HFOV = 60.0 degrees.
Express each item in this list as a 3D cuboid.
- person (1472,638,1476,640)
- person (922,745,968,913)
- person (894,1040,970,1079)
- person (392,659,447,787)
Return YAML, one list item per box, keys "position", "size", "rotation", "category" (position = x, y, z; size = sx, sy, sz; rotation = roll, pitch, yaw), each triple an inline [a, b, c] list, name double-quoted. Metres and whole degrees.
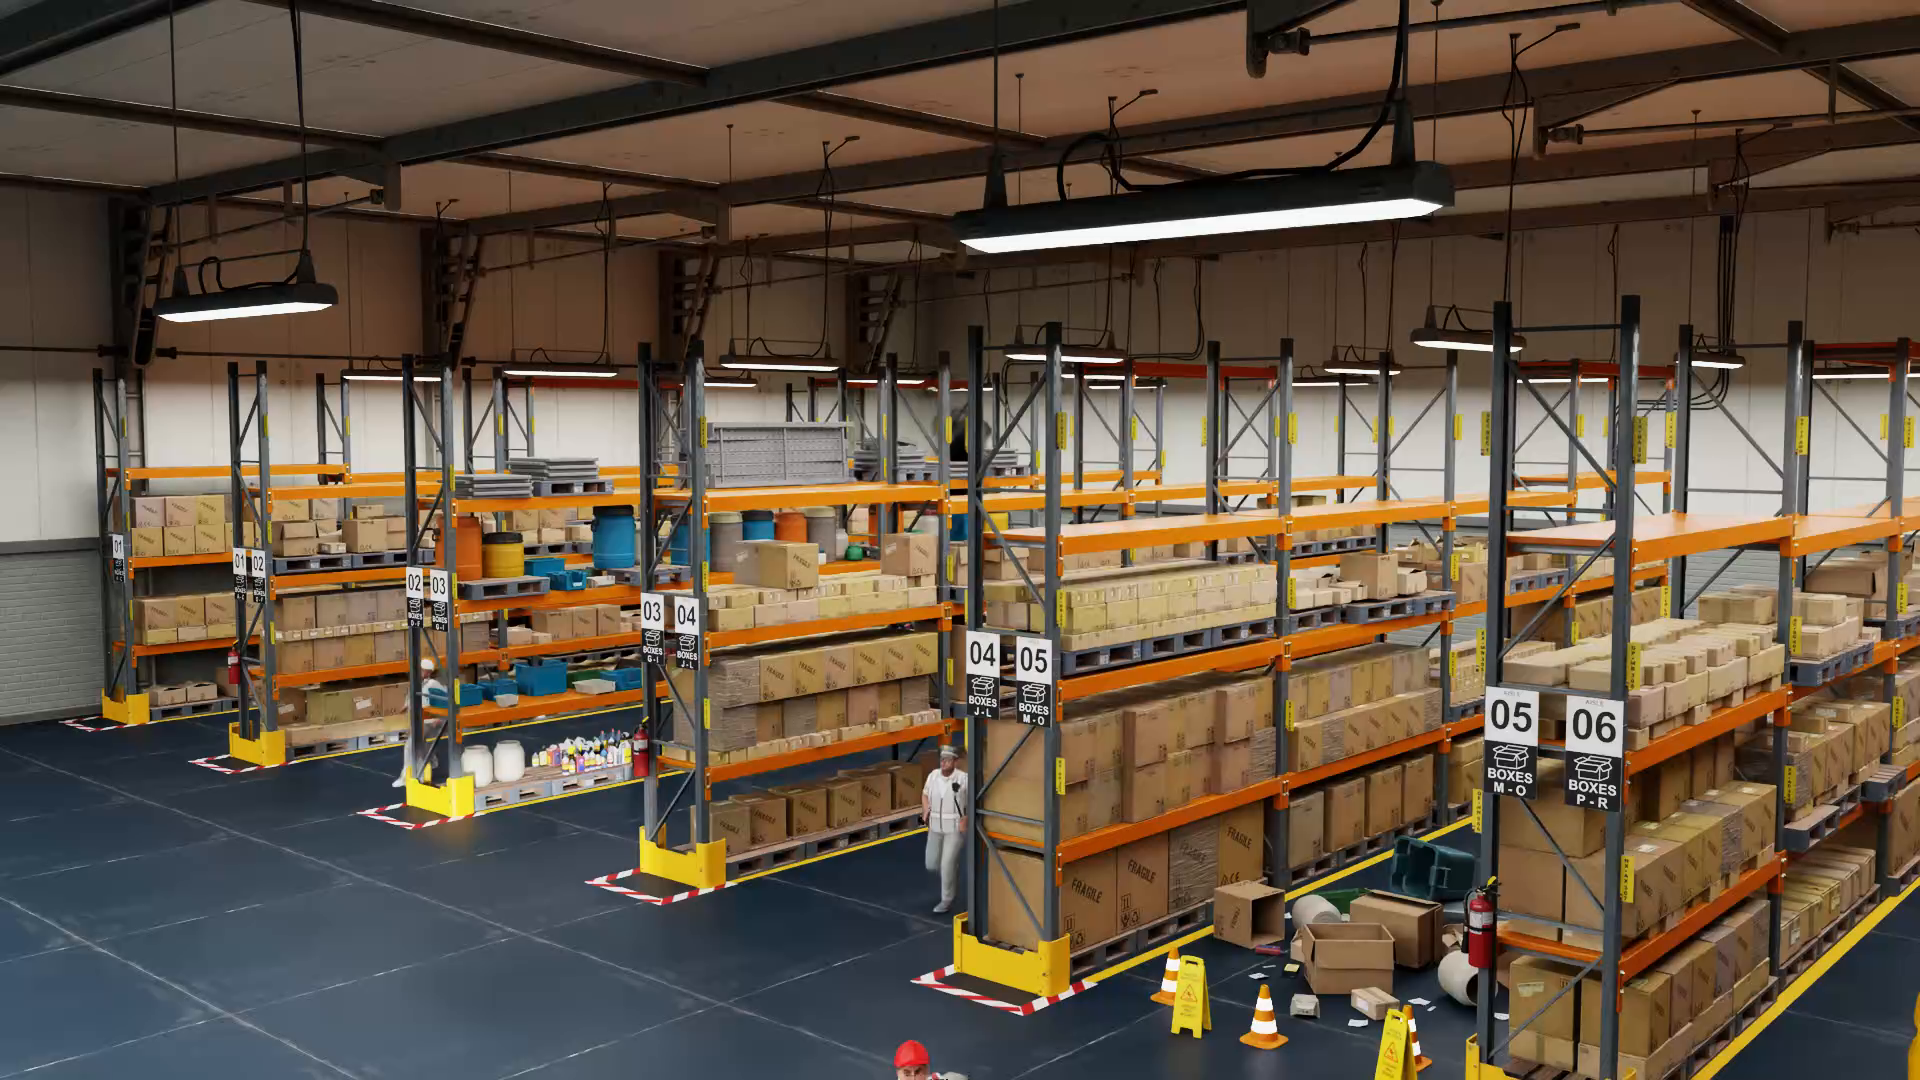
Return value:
- position: [8.390, 2.383, 26.923]
  size: [0.557, 1.644, 0.662]
  rotation: [4, 6, 45]
  category: "person"
- position: [-0.115, 3.008, 17.504]
  size: [0.664, 1.737, 0.632]
  rotation: [2, 5, 24]
  category: "person"
- position: [-0.242, 3.588, 9.282]
  size: [0.628, 1.716, 0.828]
  rotation: [0, 4, 1]
  category: "person"
- position: [-7.606, 2.563, 23.490]
  size: [0.727, 1.790, 0.845]
  rotation: [3, 5, 36]
  category: "person"
